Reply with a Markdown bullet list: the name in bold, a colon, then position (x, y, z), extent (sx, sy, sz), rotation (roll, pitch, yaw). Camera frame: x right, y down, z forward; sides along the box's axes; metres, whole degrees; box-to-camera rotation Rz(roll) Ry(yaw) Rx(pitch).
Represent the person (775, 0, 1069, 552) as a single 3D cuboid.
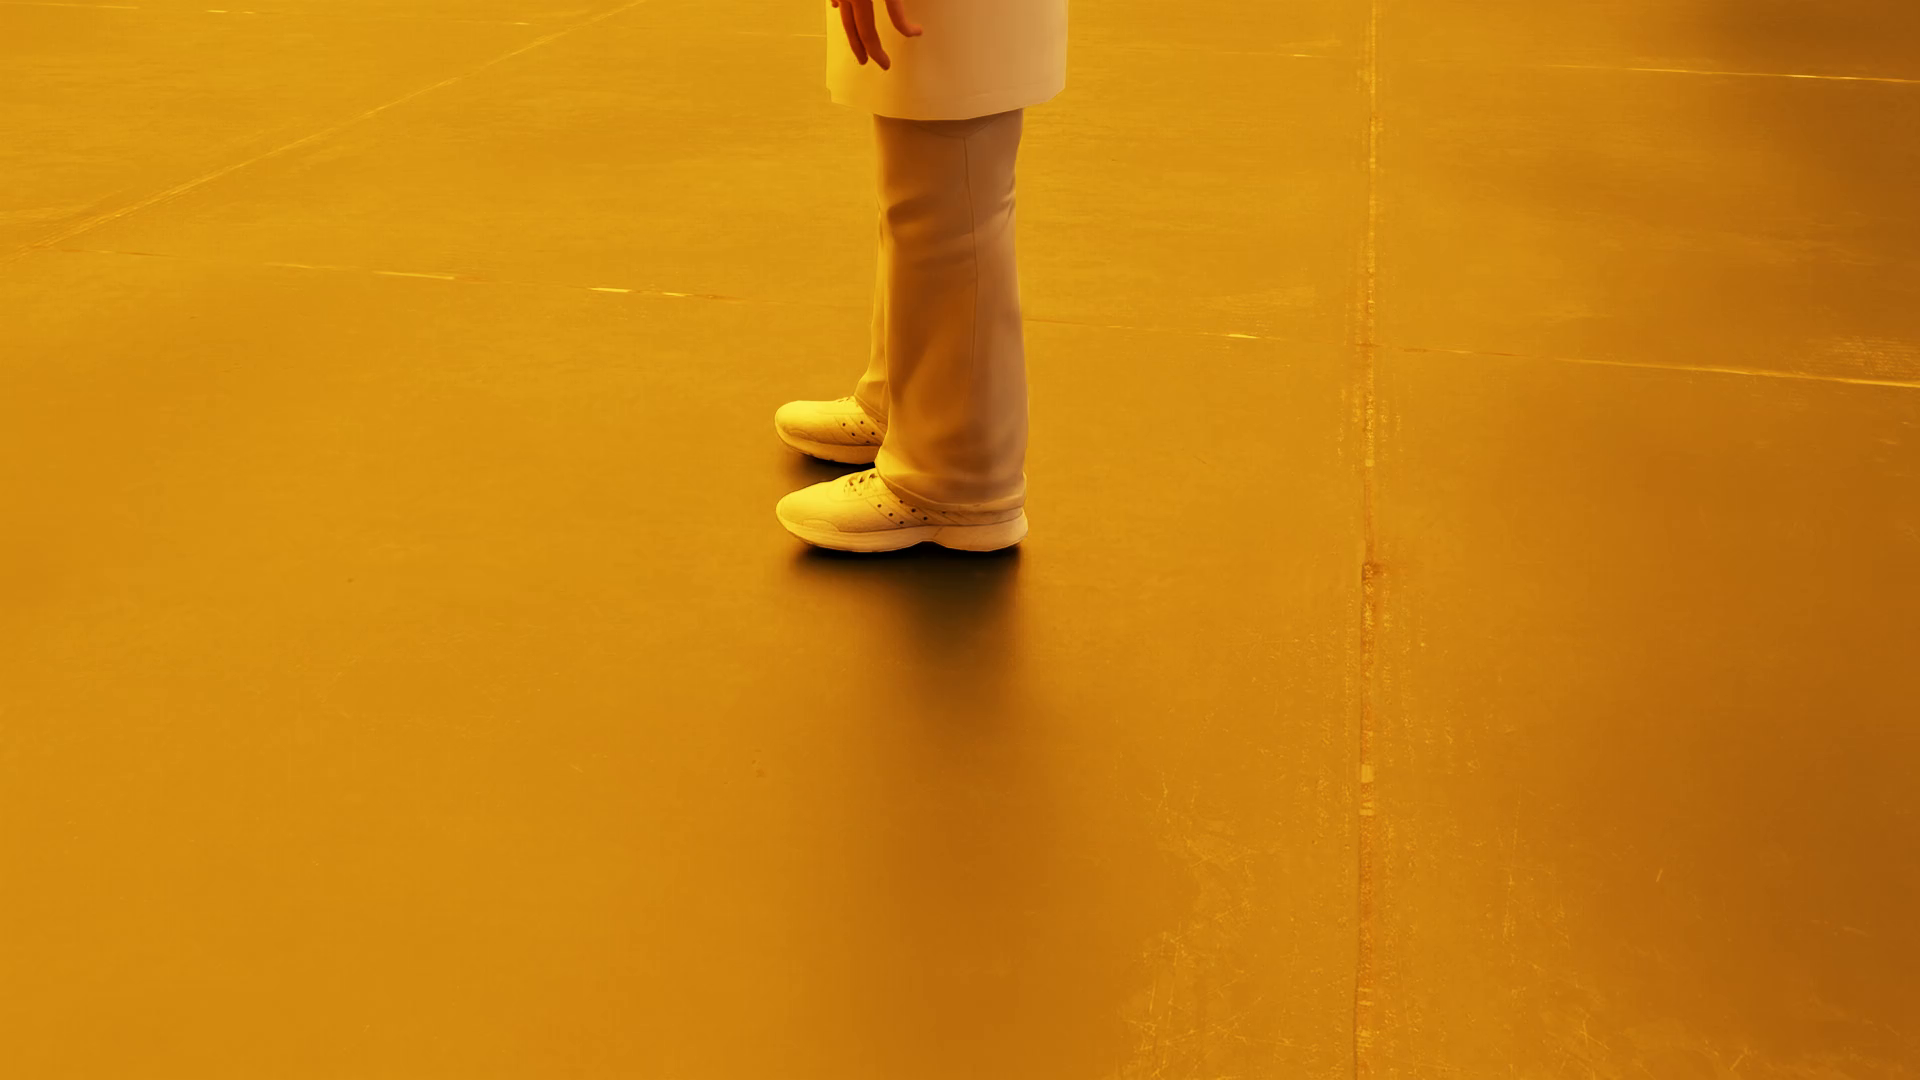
- **person**: position (-0.088, -0.811, 2.117), extent (0.578, 1.778, 0.698), rotation (6, 27, 11)
